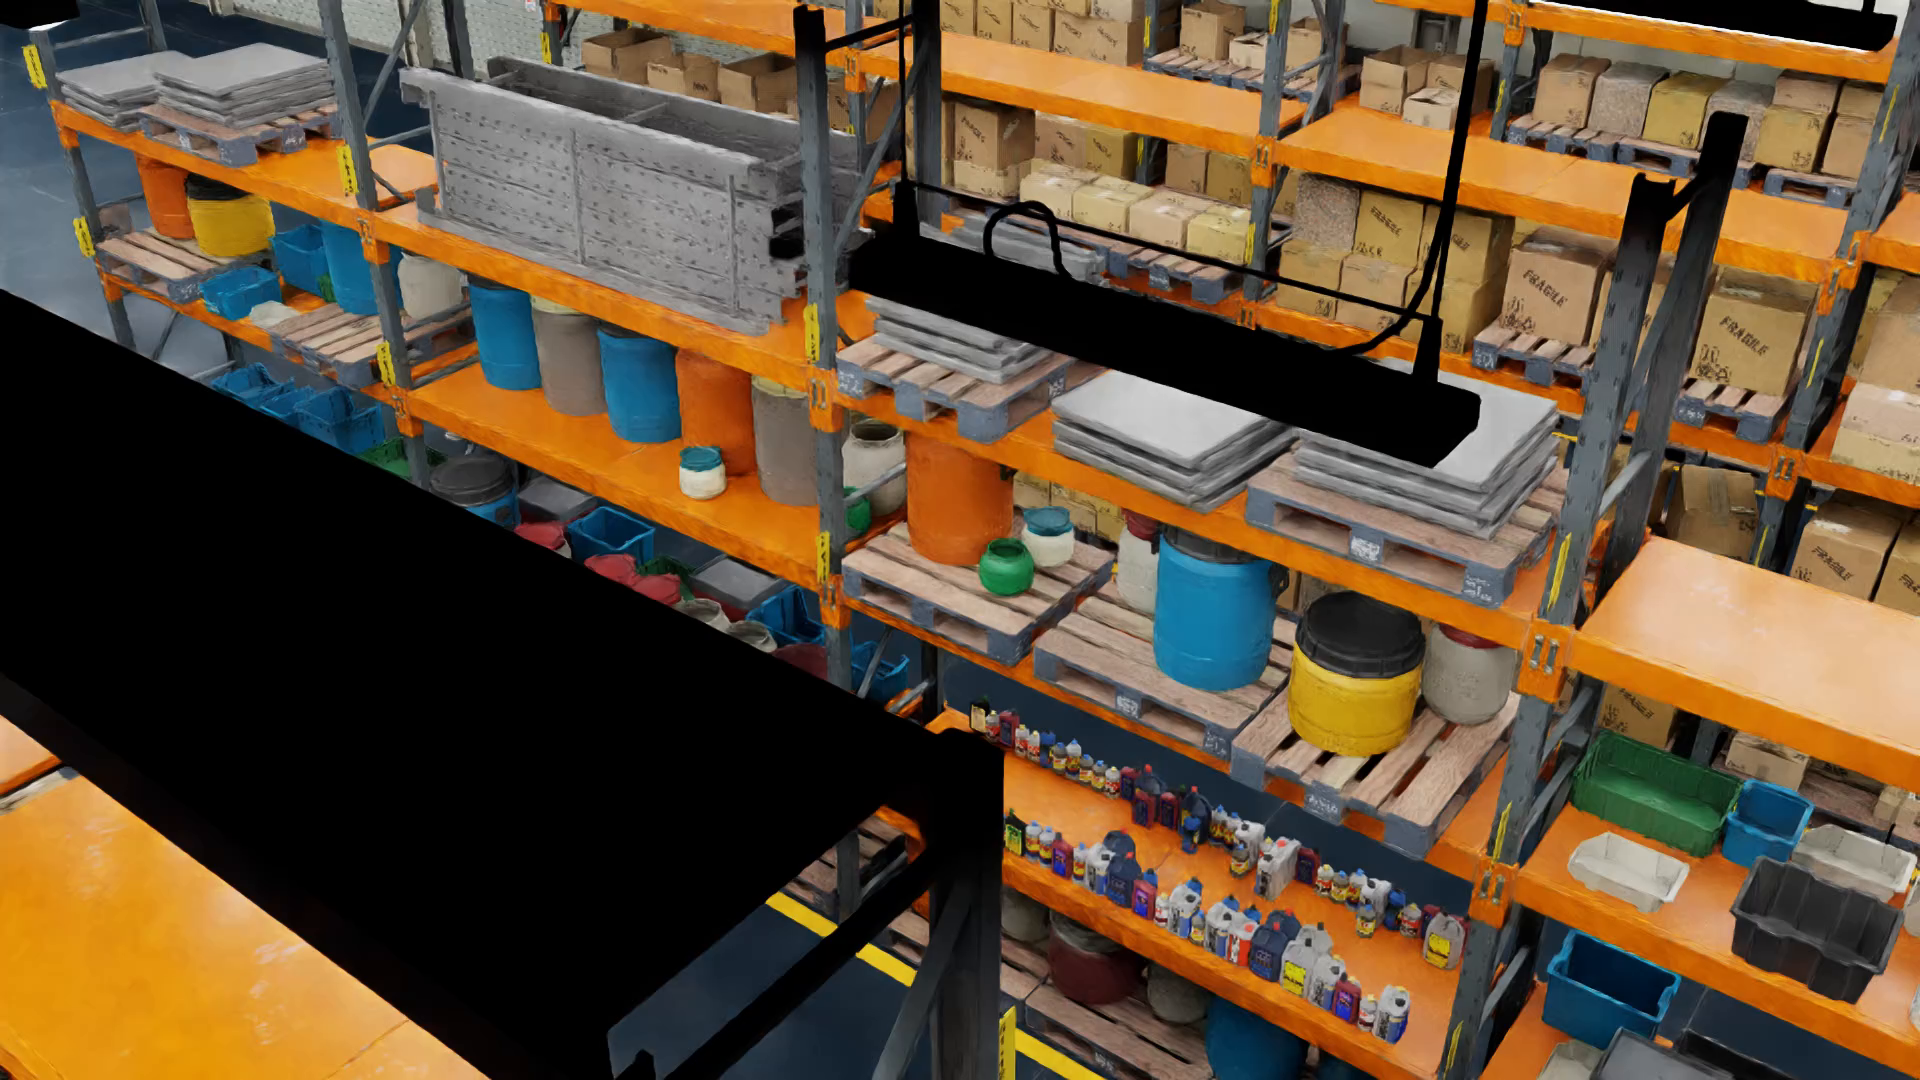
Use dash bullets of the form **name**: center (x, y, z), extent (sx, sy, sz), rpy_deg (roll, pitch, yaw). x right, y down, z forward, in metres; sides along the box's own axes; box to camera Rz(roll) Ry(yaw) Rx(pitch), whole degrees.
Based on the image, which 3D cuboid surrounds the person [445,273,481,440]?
- **person**: center (-4.752, -1.833, 16.640), extent (0.833, 1.694, 0.705), rpy_deg (10, 33, 15)
